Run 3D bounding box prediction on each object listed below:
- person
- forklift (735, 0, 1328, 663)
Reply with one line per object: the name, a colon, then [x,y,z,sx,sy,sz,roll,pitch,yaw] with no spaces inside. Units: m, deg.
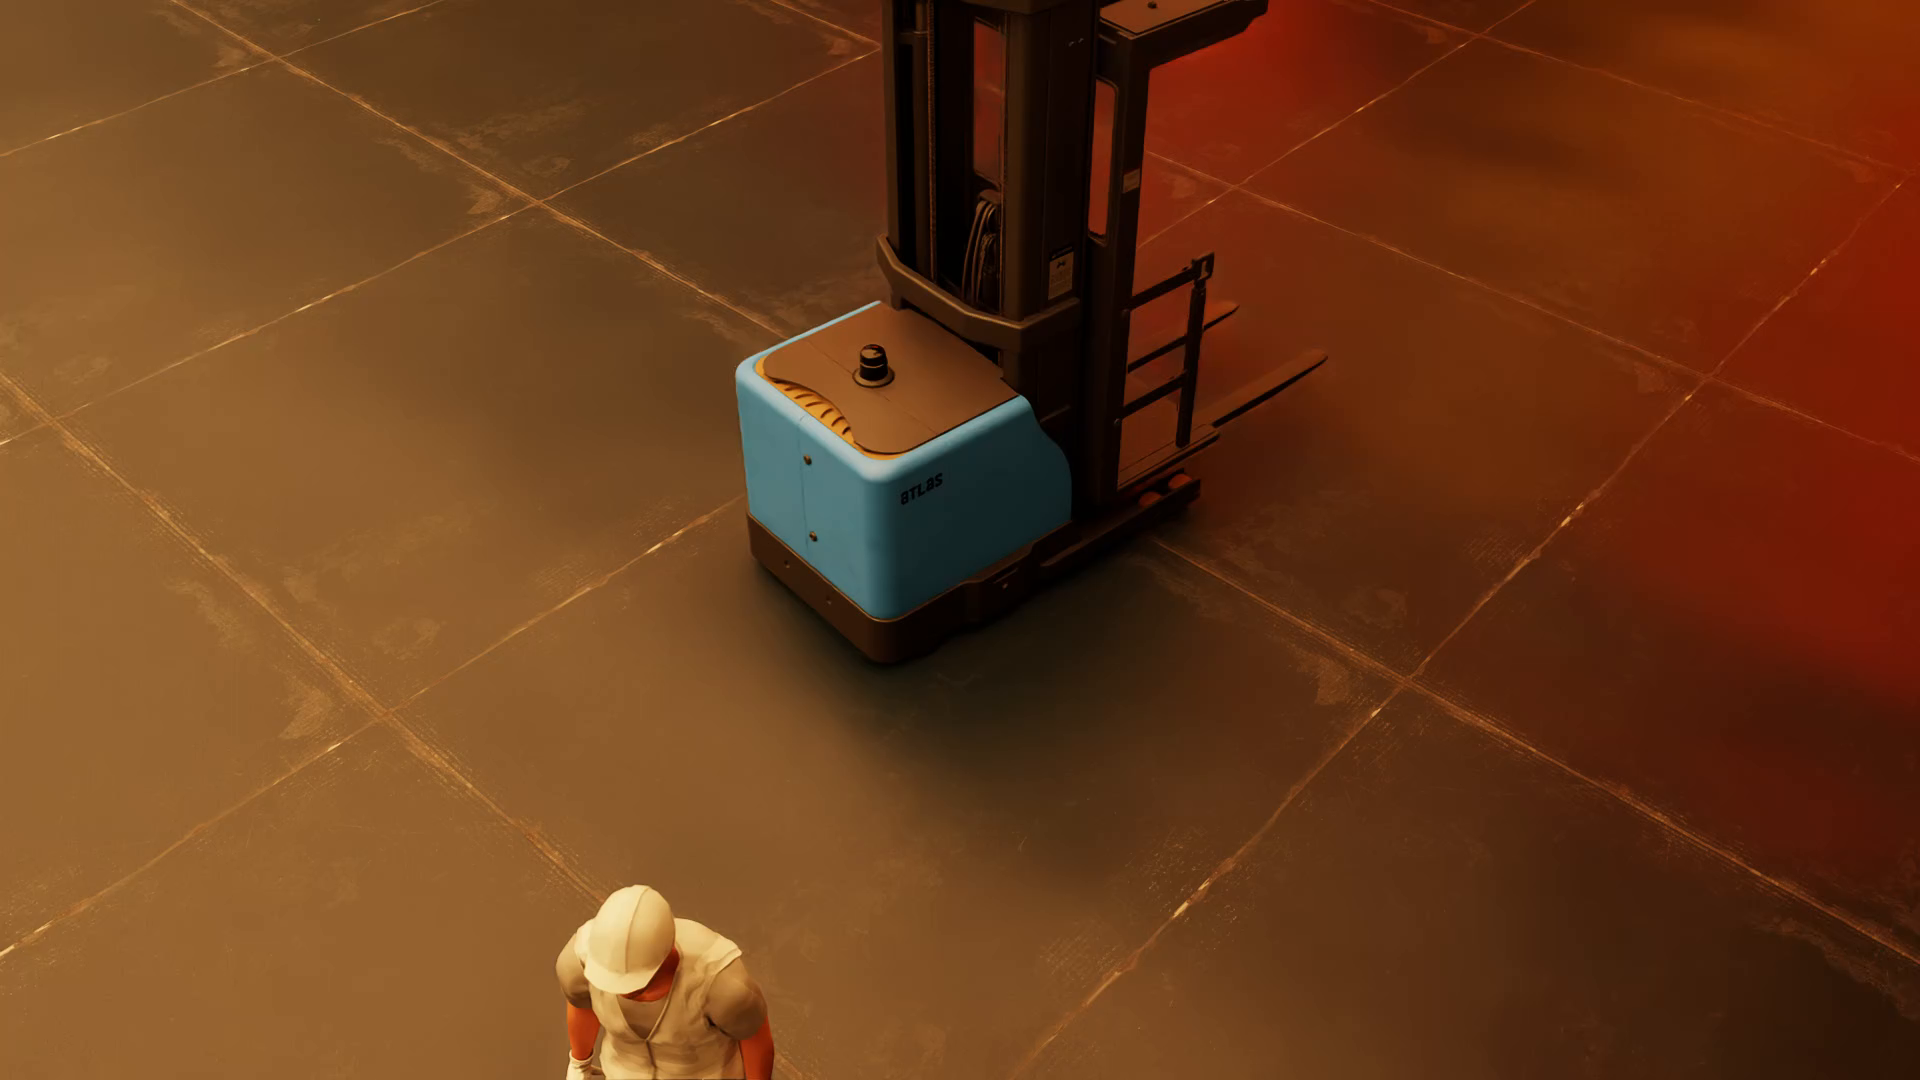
person: [-0.799,1.499,4.571,0.607,1.777,0.453,9,41,10]
forklift: [0.499,-1.411,7.072,3.031,2.935,1.130,-29,48,-29]
